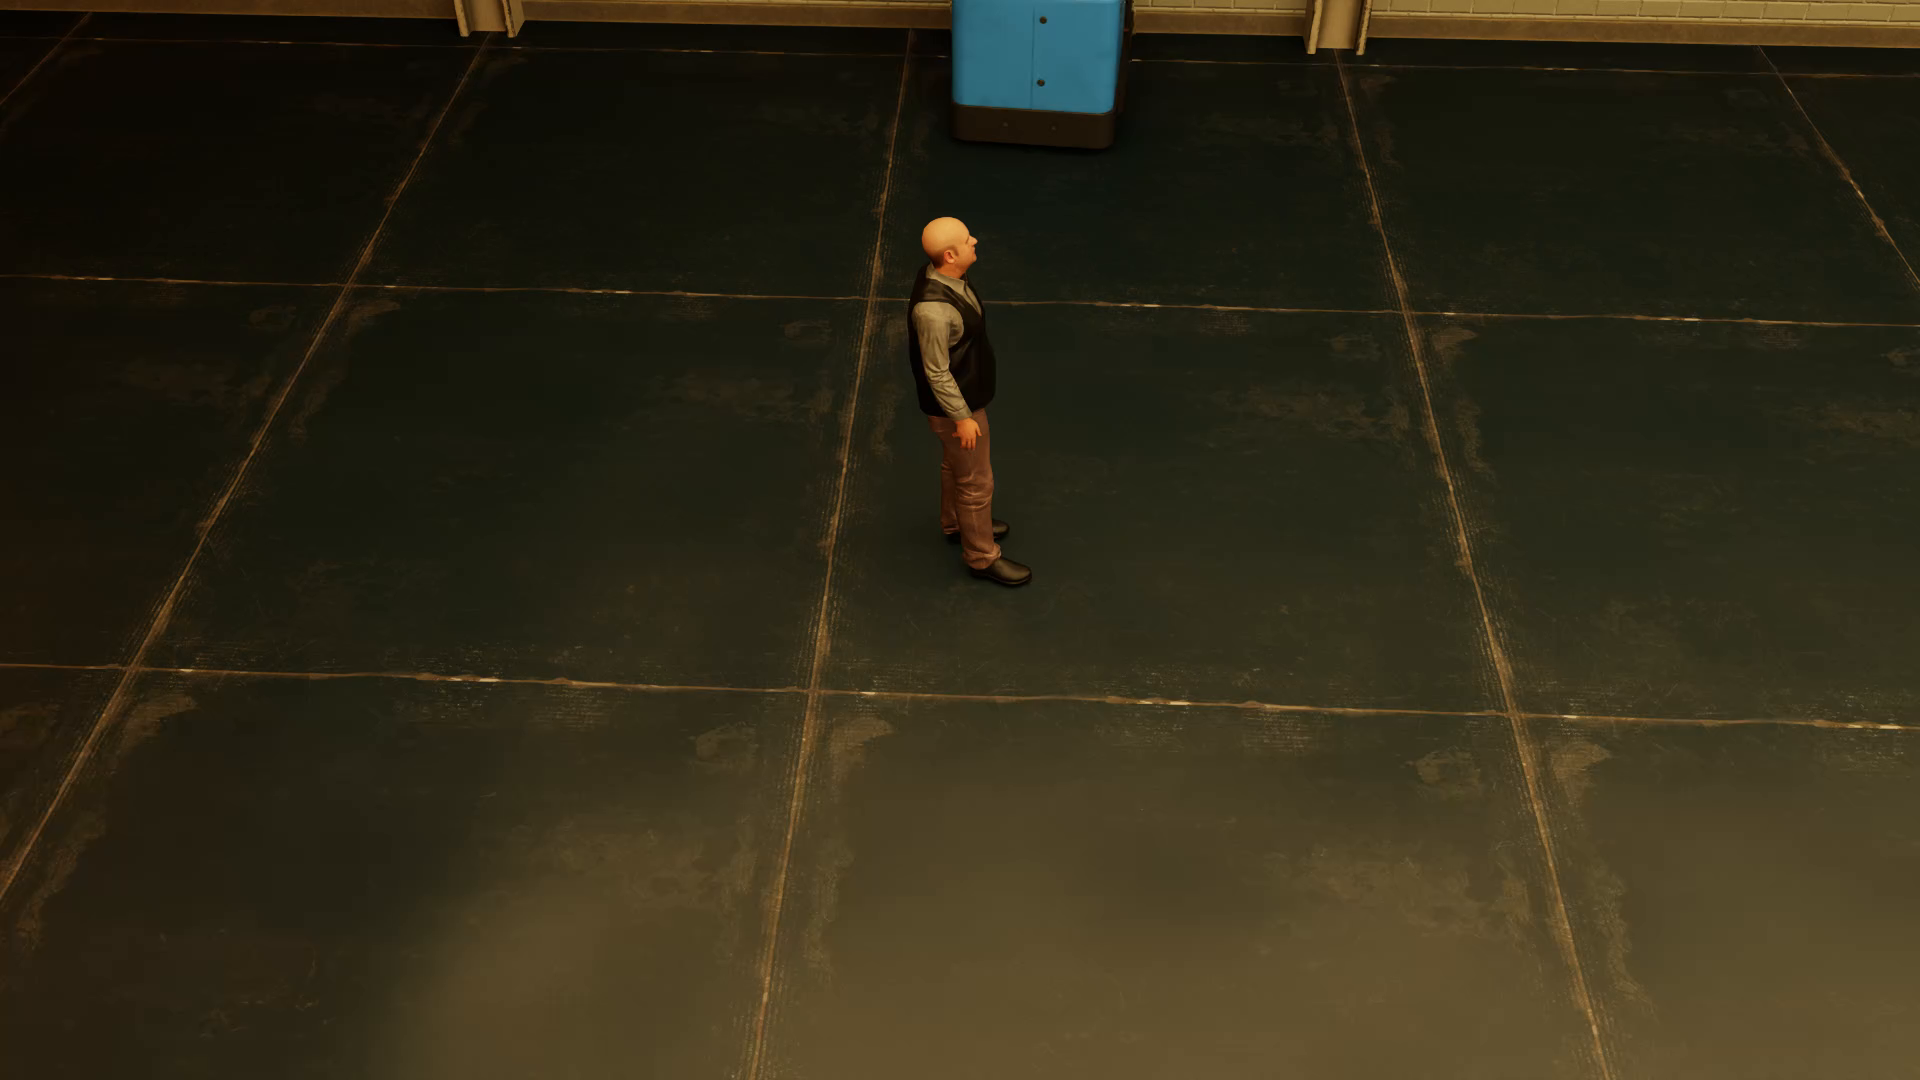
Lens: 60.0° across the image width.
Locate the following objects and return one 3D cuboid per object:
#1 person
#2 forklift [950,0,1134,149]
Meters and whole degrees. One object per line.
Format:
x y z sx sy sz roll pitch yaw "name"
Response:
0.063 -0.605 7.351 0.566 1.642 0.633 2 42 2 "person"
0.644 -4.552 10.728 1.130 2.935 3.031 5 43 6 "forklift"
